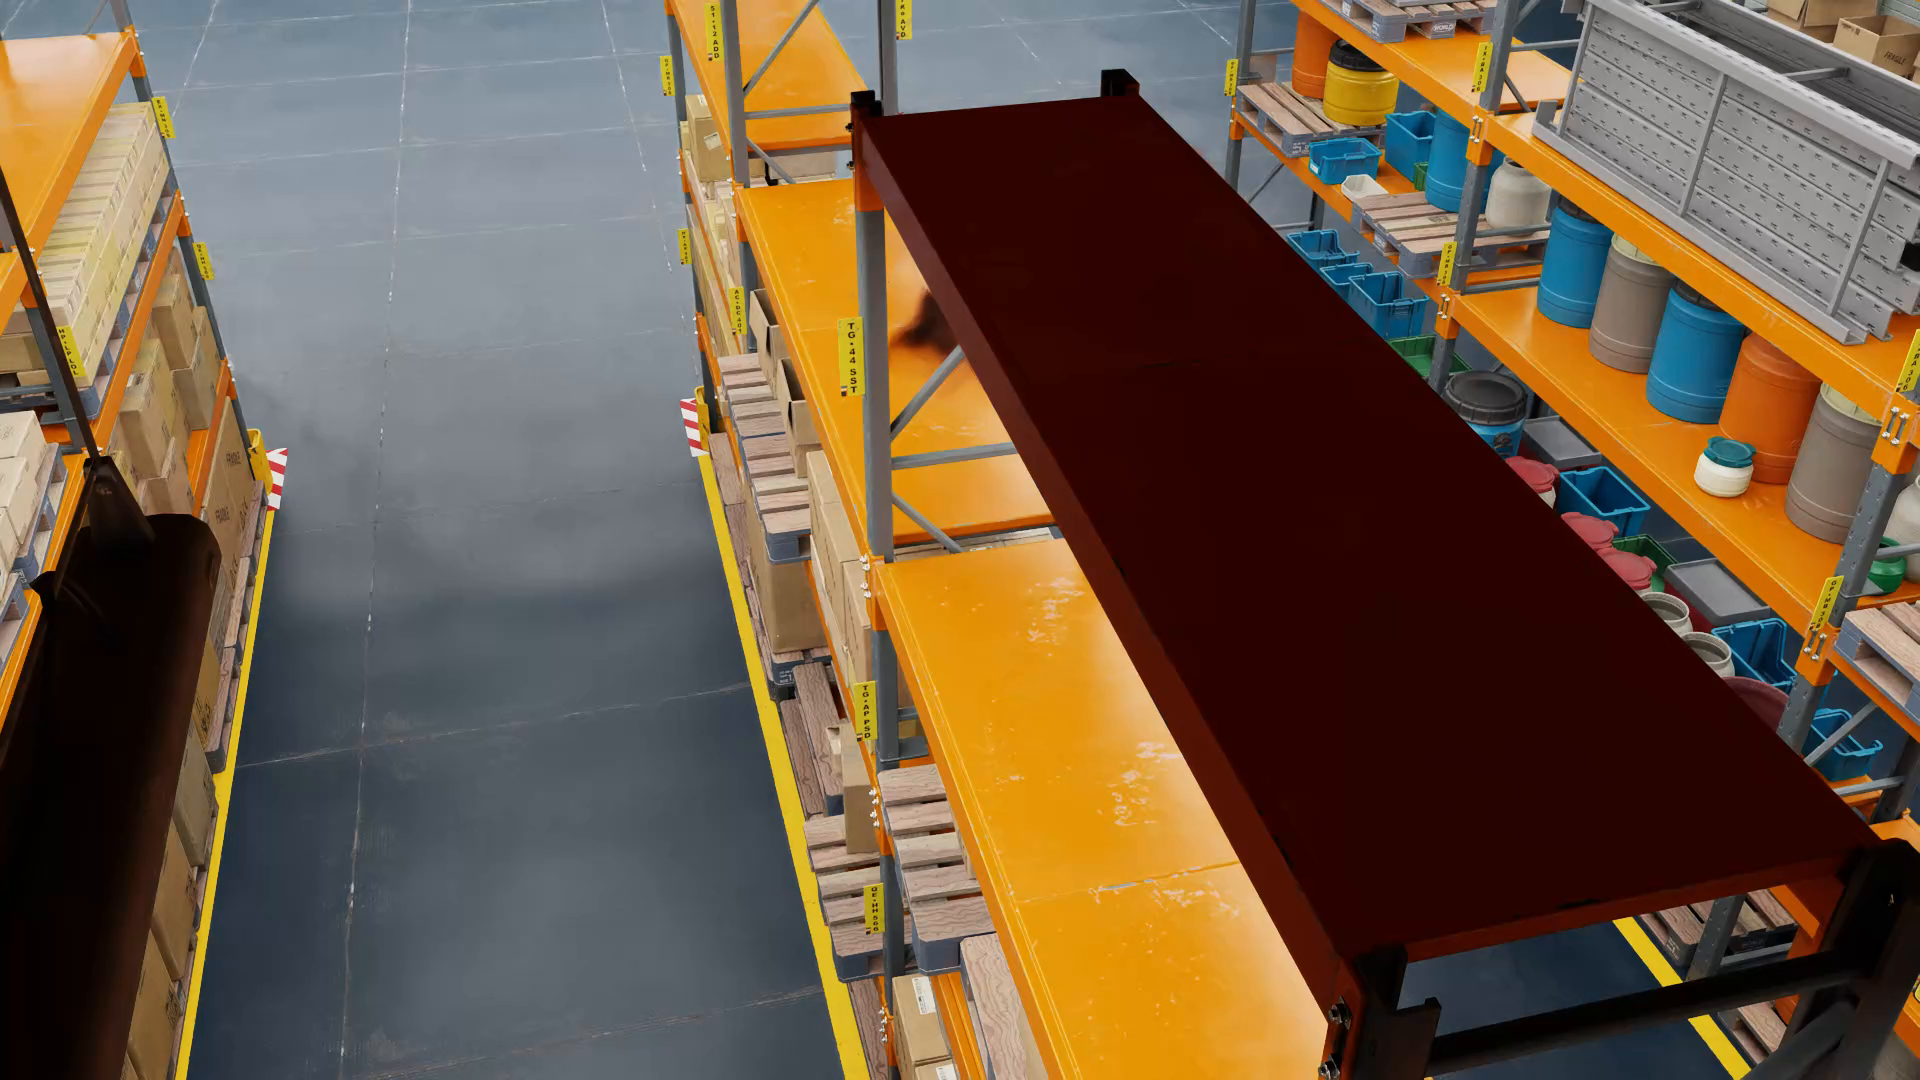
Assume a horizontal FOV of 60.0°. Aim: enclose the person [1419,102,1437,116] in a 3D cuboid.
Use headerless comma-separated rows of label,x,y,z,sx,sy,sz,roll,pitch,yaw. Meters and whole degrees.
person,5.116,-4.478,18.499,0.569,0.790,0.566,7,35,10
